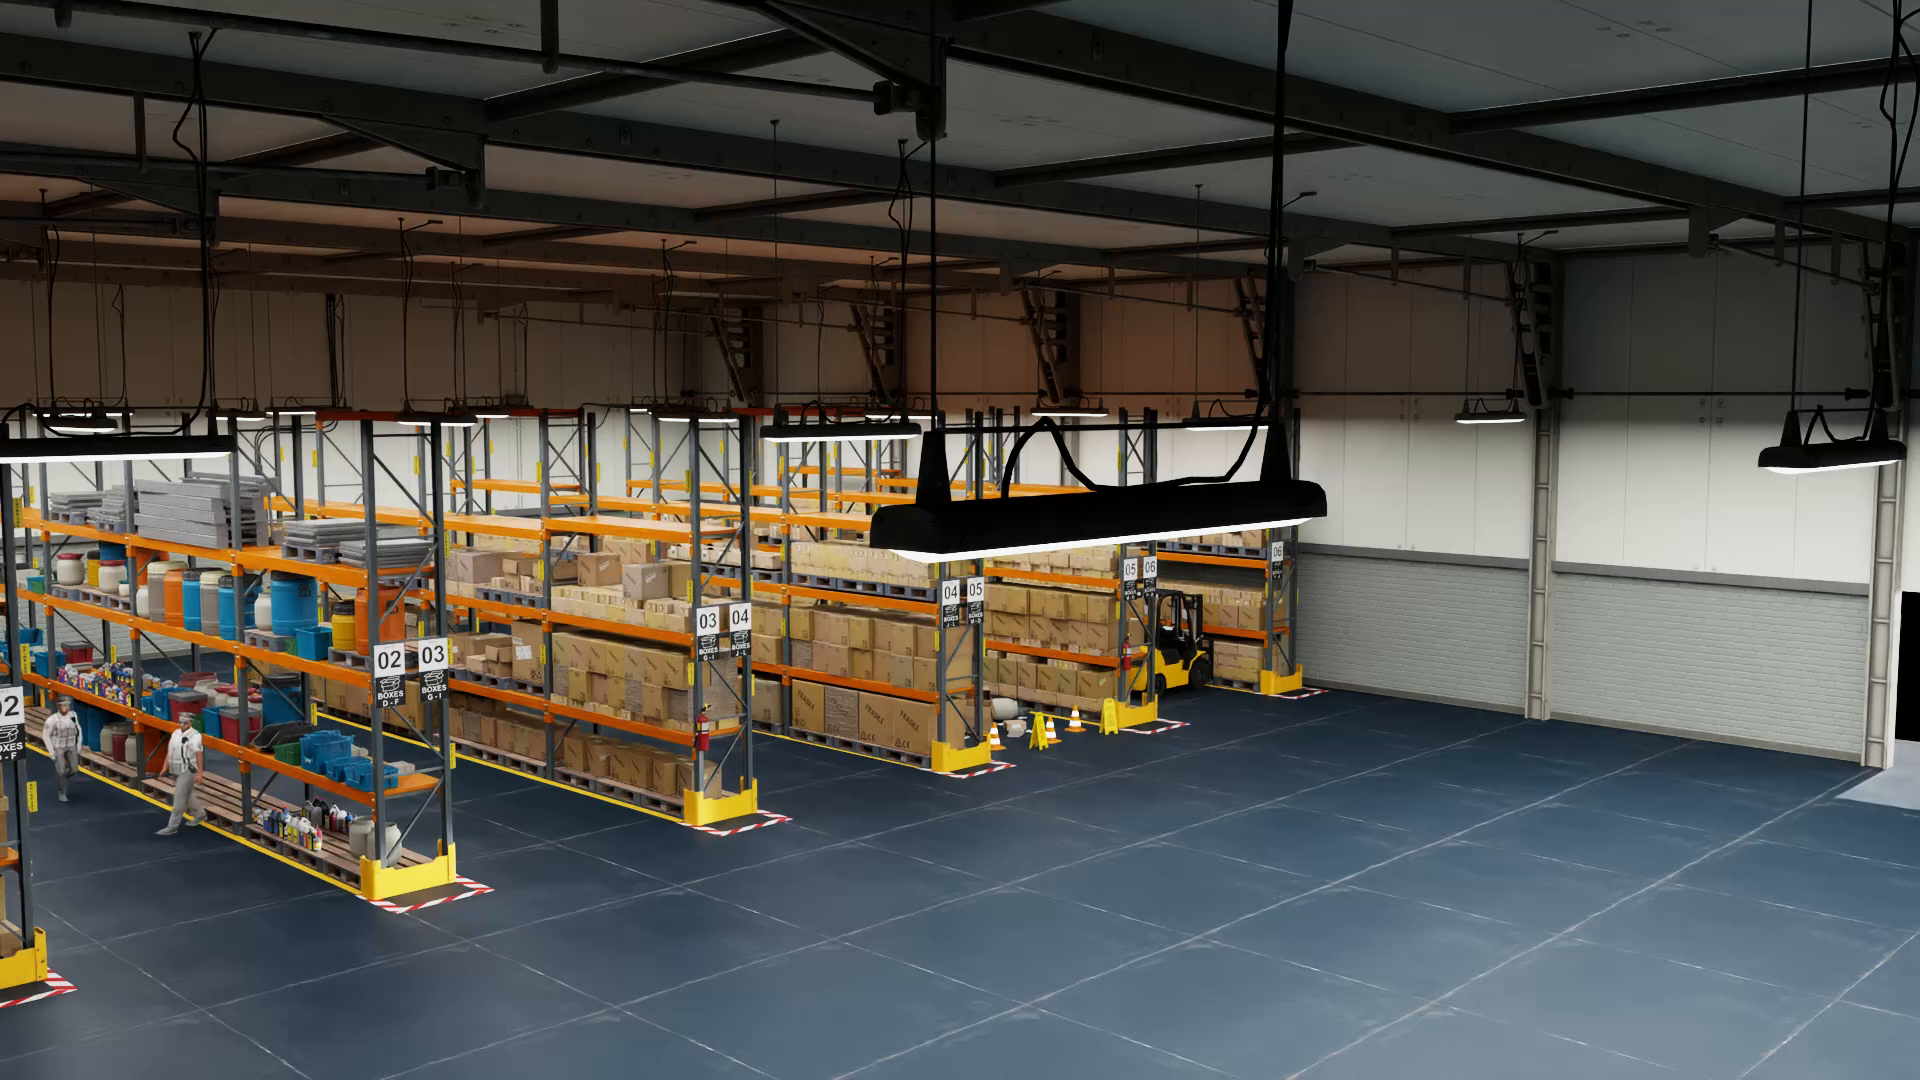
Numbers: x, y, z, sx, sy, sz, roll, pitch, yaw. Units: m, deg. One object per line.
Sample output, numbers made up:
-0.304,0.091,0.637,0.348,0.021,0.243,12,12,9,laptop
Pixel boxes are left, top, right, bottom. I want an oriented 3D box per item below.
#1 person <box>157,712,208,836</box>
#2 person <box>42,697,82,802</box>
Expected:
-11.195,3.327,23.920,0.555,1.731,0.879,3,6,30,person
-14.011,3.229,25.925,0.563,1.648,0.581,5,7,43,person
